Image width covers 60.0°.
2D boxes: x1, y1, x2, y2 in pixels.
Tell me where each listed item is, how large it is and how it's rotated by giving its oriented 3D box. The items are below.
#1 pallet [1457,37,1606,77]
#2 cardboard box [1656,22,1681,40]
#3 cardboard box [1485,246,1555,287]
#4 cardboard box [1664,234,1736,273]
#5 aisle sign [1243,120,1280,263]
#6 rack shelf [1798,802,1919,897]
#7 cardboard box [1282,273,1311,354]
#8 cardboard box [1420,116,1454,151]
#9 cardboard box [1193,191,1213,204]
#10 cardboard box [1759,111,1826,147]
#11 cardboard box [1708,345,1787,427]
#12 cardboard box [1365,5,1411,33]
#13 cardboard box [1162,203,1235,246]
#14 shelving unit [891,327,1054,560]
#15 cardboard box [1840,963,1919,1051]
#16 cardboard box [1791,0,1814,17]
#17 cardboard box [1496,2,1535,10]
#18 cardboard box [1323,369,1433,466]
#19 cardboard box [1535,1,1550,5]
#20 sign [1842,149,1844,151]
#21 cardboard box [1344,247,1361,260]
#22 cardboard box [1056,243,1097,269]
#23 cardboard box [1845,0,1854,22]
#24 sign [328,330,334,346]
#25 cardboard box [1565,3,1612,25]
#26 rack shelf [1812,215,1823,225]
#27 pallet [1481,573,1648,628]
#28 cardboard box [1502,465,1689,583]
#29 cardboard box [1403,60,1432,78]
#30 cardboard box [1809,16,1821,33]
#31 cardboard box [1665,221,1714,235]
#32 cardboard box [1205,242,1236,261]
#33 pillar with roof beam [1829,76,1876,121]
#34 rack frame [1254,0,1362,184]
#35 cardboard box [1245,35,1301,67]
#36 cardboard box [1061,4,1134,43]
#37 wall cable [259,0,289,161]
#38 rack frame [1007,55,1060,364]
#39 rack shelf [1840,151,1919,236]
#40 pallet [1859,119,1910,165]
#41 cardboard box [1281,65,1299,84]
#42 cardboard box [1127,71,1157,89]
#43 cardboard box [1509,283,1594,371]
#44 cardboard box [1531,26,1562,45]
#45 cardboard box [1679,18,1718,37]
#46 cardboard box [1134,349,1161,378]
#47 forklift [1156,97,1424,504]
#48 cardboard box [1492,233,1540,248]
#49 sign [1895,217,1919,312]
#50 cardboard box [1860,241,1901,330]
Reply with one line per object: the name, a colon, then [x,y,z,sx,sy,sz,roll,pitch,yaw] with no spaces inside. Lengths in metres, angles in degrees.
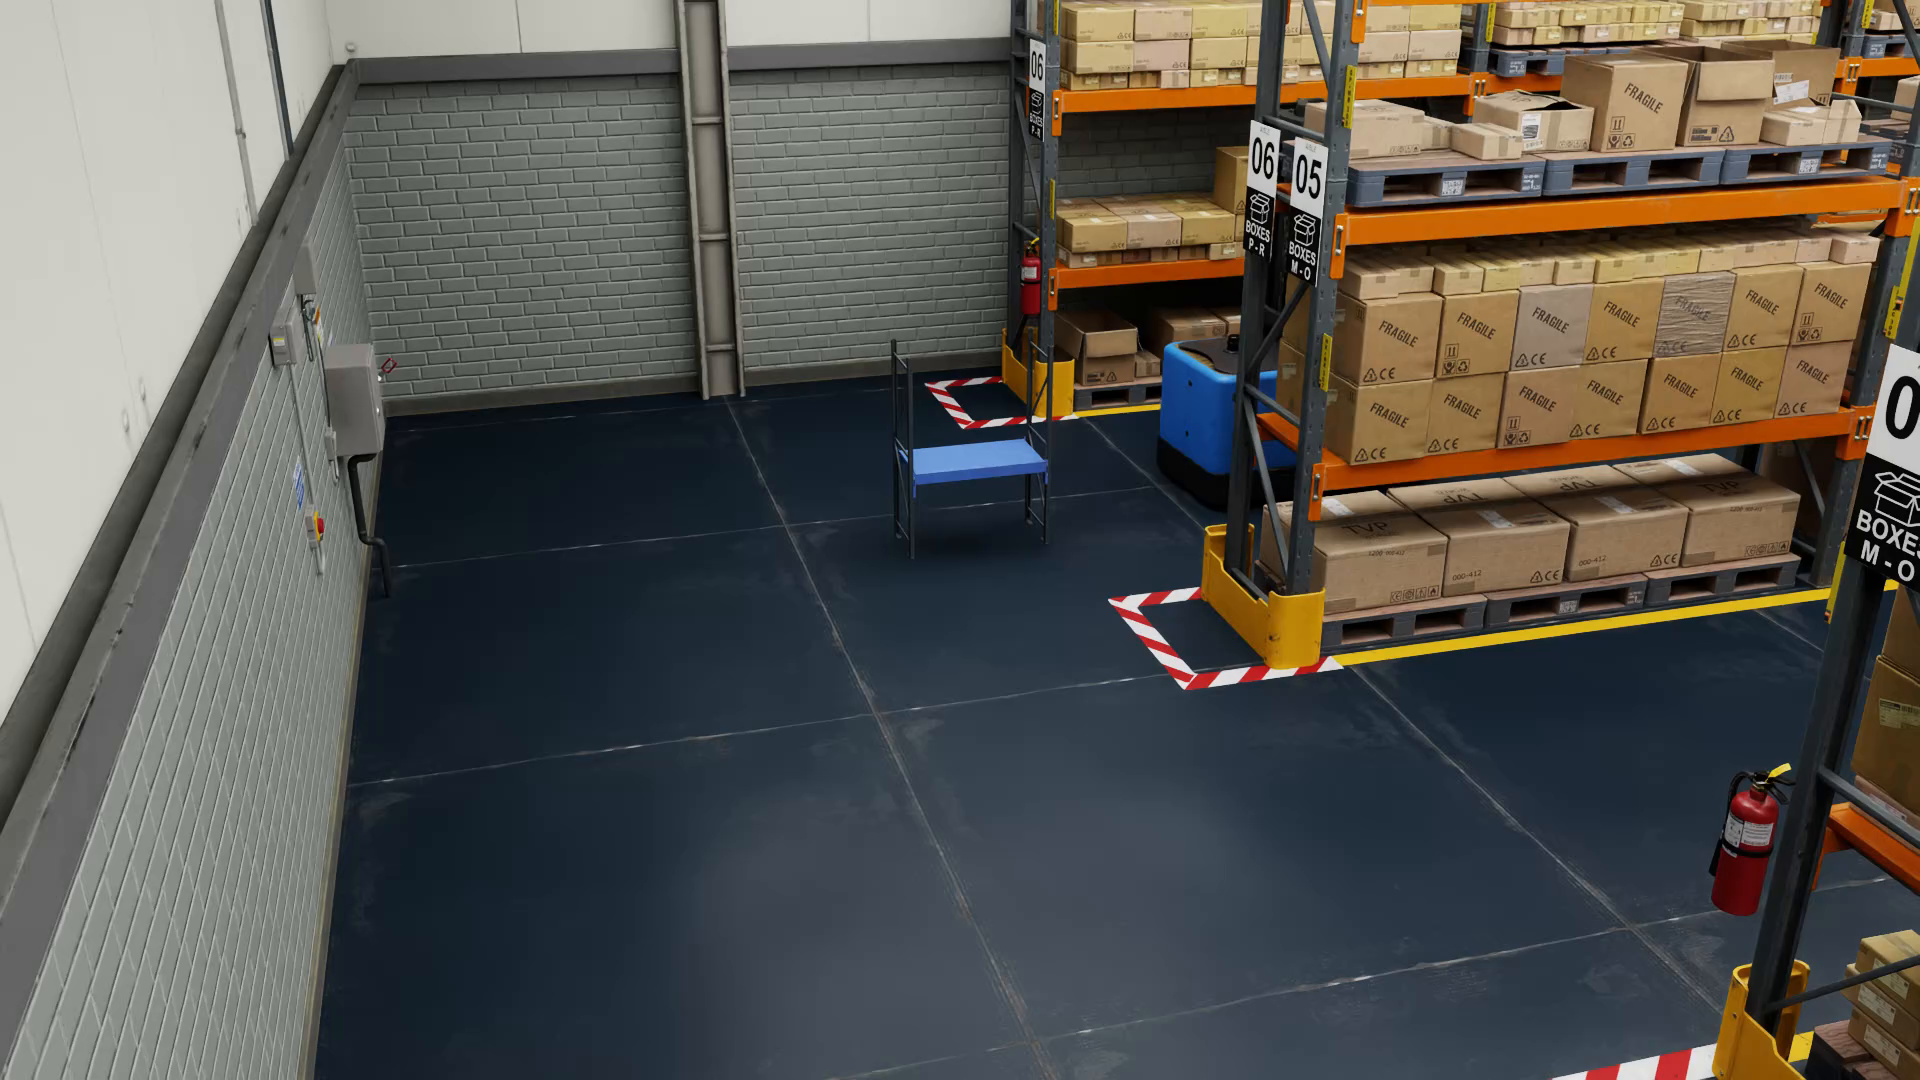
pallet: [5.129,-4.451,15.253,1.003,0.211,1.213,-6,24,-14]
cardboard box: [6.350,-4.672,15.190,0.250,0.149,0.380,-6,24,-13]
cardboard box: [3.393,-1.664,10.106,0.250,0.149,0.380,-6,24,-14]
cardboard box: [4.619,-1.798,10.418,0.250,0.149,0.380,-6,24,-15]
aisle sign: [1.822,-2.110,10.067,0.004,0.787,0.394,-6,24,-14]
rack shelf: [5.335,1.180,6.607,4.000,0.370,1.077,-6,24,-14]
cardboard box: [2.375,-1.453,10.437,0.500,0.500,0.500,-6,24,-13]
cardboard box: [2.766,-2.465,10.045,0.250,0.149,0.380,-8,25,-18]
cardboard box: [2.480,-3.068,15.410,0.500,0.250,0.500,-6,24,-14]
cardboard box: [5.043,-2.516,10.165,0.250,0.149,0.380,-6,24,-13]
cardboard box: [4.955,-1.074,10.823,0.500,0.500,0.500,-7,24,-16]
cardboard box: [3.575,-4.589,14.516,0.500,0.250,0.500,-7,24,-15]
cardboard box: [2.113,-2.813,14.814,0.500,0.250,0.500,-7,24,-15]
shelving unit: [0.082,-0.698,11.975,1.048,1.500,0.538,-6,24,-14]
cardboard box: [3.840,1.879,6.773,0.250,0.149,0.380,-7,24,-16]
cardboard box: [7.800,-5.035,15.682,0.250,0.149,0.380,-7,24,-16]
cardboard box: [4.866,-4.844,14.689,0.258,0.266,0.396,-7,24,-15]
cardboard box: [2.514,-0.794,10.169,0.500,0.500,0.500,-7,24,-15]
cardboard box: [5.219,-4.897,15.336,0.250,0.149,0.380,-7,24,-15]
sign: [8.489,-3.833,16.010,0.005,0.325,0.100,-6,24,-14]
cardboard box: [2.266,-1.723,10.245,0.250,0.149,0.380,-6,24,-14]
cardboard box: [1.021,-2.505,14.603,0.250,0.149,0.380,-6,24,-15]
cardboard box: [8.961,-5.265,16.443,0.500,0.250,0.500,-6,24,-14]
sign: [-4.208,-1.131,11.202,0.001,0.494,0.329,-6,24,-14]
cardboard box: [5.622,-4.724,14.932,0.250,0.149,0.380,-7,24,-15]
rack shelf: [6.407,-2.998,16.346,4.000,0.370,1.077,-6,24,-14]
pallet: [3.896,0.232,11.441,1.213,0.211,1.003,-6,24,-14]
cardboard box: [4.331,-0.126,11.455,0.875,0.438,0.875,-7,24,-16]
cardboard box: [3.979,-4.203,14.757,0.250,0.149,0.380,-6,24,-14]
cardboard box: [8.057,-4.905,15.759,0.250,0.149,0.380,-6,24,-13]
cardboard box: [4.719,-2.020,10.937,0.250,0.149,0.380,-6,24,-15]
cardboard box: [2.275,-2.623,14.879,0.250,0.149,0.380,-7,24,-16]
pillar with roof beam: [10.508,-5.145,12.830,0.400,9.000,9.100,-6,24,-14]
rack frame: [1.975,-3.563,9.141,0.127,3.000,1.000,-6,24,-14]
cardboard box: [2.603,-4.255,14.372,0.500,0.250,0.500,-7,24,-15]
cardboard box: [1.125,-4.318,13.883,0.500,0.250,0.500,-7,24,-15]
wall cable: [-3.626,-3.136,8.145,0.029,3.000,2.355,-6,24,-14]
rack frame: [0.630,-2.690,14.715,0.127,3.000,1.000,-6,24,-14]
rack shelf: [7.752,-2.493,11.363,4.000,0.370,1.077,-6,24,-14]
pallet: [6.695,-2.639,11.034,1.217,0.209,0.805,-7,24,-16]
cardboard box: [2.741,-4.053,14.407,0.250,0.149,0.380,-6,24,-13]
cardboard box: [1.497,-3.957,14.183,0.250,0.149,0.380,-6,24,-14]
cardboard box: [3.503,-1.370,10.243,0.500,0.500,0.500,-6,24,-15]
cardboard box: [5.135,-4.513,14.819,0.250,0.149,0.380,-6,24,-14]
cardboard box: [6.811,-4.778,15.463,0.250,0.149,0.380,-6,24,-13]
cardboard box: [1.664,-1.632,15.333,0.250,0.149,0.380,-7,24,-16]
forklift: [3.170,-1.934,13.040,3.031,2.935,1.130,-8,24,-18]
cardboard box: [3.480,-1.880,10.610,0.250,0.149,0.380,-6,24,-13]
sign: [3.279,-0.935,5.699,0.005,0.325,0.100,-6,24,-14]
cardboard box: [6.327,-1.675,10.954,0.500,0.500,0.500,-6,24,-14]
